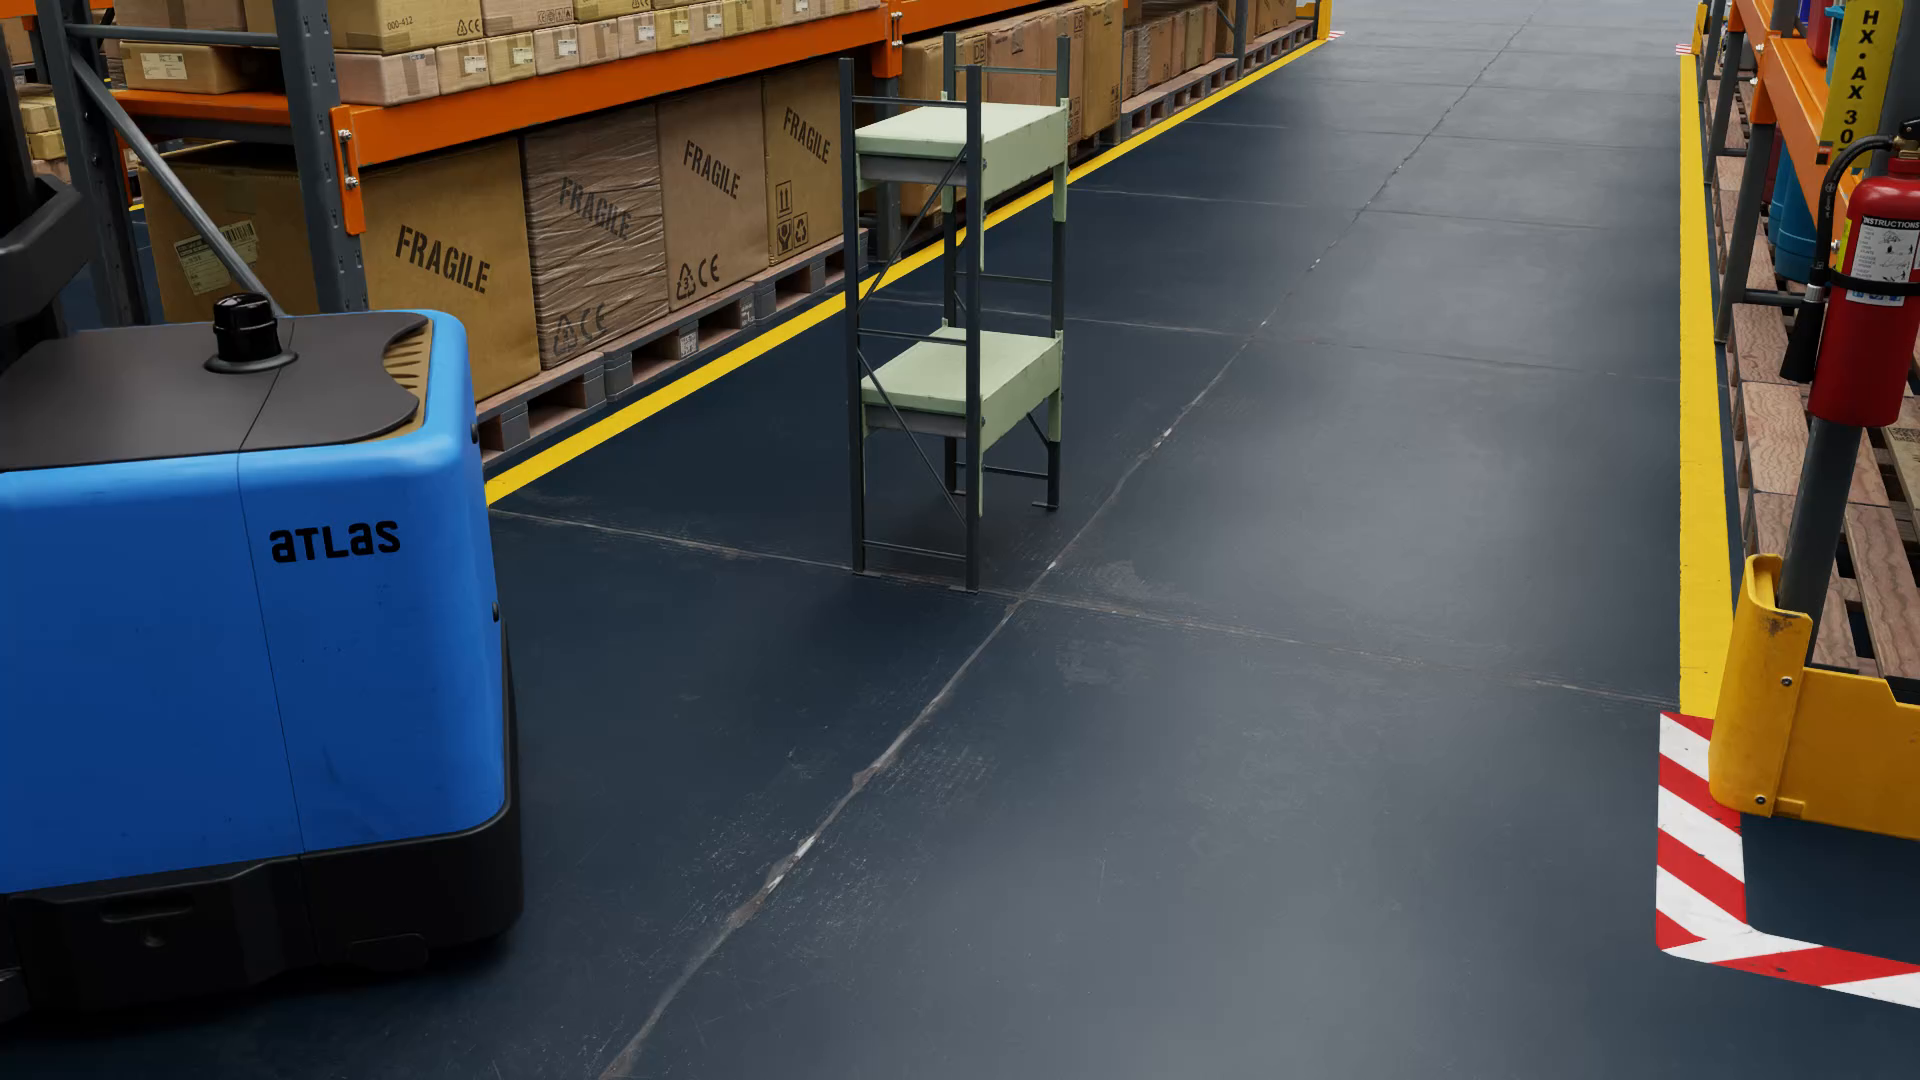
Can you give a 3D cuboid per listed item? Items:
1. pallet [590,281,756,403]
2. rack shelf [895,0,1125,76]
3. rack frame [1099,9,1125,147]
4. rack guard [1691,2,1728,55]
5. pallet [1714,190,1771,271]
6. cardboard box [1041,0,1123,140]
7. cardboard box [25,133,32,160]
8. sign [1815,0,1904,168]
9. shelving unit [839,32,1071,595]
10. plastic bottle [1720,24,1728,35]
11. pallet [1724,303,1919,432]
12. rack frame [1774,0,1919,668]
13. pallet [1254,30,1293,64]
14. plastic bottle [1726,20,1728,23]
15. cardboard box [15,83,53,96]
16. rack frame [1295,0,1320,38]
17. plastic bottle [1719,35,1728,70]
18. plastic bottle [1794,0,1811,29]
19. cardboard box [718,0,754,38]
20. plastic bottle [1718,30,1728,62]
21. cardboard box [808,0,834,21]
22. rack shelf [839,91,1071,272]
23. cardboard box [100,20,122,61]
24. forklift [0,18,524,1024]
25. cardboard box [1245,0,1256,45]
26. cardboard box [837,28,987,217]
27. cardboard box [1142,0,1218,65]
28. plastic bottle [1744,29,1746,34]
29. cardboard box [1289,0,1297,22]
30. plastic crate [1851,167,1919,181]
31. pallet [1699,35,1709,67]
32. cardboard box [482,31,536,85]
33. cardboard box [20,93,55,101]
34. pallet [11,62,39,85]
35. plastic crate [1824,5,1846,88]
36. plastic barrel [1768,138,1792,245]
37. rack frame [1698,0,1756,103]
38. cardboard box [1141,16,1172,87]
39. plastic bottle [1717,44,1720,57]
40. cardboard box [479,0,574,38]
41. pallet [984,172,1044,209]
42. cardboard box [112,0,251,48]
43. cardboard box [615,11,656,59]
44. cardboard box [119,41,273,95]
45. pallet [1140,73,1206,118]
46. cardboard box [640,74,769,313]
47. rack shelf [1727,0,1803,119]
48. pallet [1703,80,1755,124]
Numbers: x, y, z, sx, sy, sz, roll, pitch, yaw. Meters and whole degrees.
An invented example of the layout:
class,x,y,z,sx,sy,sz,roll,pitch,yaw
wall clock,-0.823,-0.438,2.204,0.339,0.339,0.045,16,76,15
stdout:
class,x,y,z,sx,sy,sz,roll,pitch,yaw
pallet,-1.603,-0.919,7.176,1.003,0.211,1.213,9,24,20
rack shelf,-0.053,-3.289,10.165,1.077,0.370,4.000,9,24,20
rack frame,0.690,-4.336,11.739,1.000,3.000,0.127,9,24,20
rack guard,8.275,-5.303,17.296,1.175,0.500,0.348,9,24,20
pallet,4.579,-1.617,8.848,1.003,0.211,1.213,9,24,20
cardboard box,0.414,-3.306,11.484,1.225,0.875,0.875,8,24,18
cardboard box,-5.542,-2.236,9.479,0.380,0.149,0.250,9,24,21
sign,1.800,-0.913,3.331,0.100,0.325,0.005,9,24,20
shelving unit,0.002,-0.694,4.967,0.431,1.500,0.755,9,24,20
plastic bottle,7.132,-4.671,15.511,0.097,0.271,0.097,0,23,0
pallet,3.565,-0.640,6.509,1.003,0.211,1.213,9,24,20
rack frame,2.317,-0.764,3.188,1.000,3.000,0.127,9,24,20
pallet,2.844,-5.164,17.340,1.003,0.211,1.213,9,24,20
plastic bottle,7.297,-4.830,15.890,0.097,0.271,0.097,0,23,0
cardboard box,-5.684,-2.710,10.229,0.380,0.149,0.250,10,25,22
rack frame,3.661,-7.199,18.593,1.000,3.000,0.127,9,24,20
plastic bottle,6.646,-4.227,14.433,0.061,0.283,0.133,10,25,23
plastic bottle,3.649,-2.326,7.087,0.152,0.276,0.135,9,24,20
cardboard box,-1.082,-2.173,6.886,0.380,0.149,0.250,8,24,19
plastic bottle,6.839,-4.413,14.876,0.061,0.283,0.133,11,25,24
cardboard box,-0.796,-2.449,7.547,0.380,0.149,0.250,8,24,19
rack shelf,0.002,-1.055,4.816,0.431,0.370,0.720,9,24,20
cardboard box,-5.322,-3.340,11.080,0.500,0.250,0.500,8,24,19
forklift,-2.444,-0.566,2.801,3.031,2.935,1.130,-6,23,-14
cardboard box,2.567,-5.151,16.389,0.500,0.500,0.500,18,29,37
cardboard box,-0.577,-2.350,9.196,1.225,0.875,0.875,9,24,20
cardboard box,1.927,-4.601,15.045,0.700,0.500,0.500,7,24,16
plastic bottle,7.042,-4.459,14.986,0.061,0.283,0.133,9,24,20
cardboard box,3.414,-6.018,18.465,0.500,0.500,0.500,14,26,30
plastic crate,2.268,-0.955,3.520,0.616,0.435,0.499,9,24,20
pallet,7.968,-4.879,16.657,1.003,0.211,1.213,9,24,20
cardboard box,-1.655,-1.621,5.565,0.380,0.149,0.250,8,24,19
cardboard box,-5.312,-2.542,9.826,0.380,0.149,0.250,9,24,21
pallet,-8.874,-4.197,15.024,1.003,0.211,1.213,9,24,20
plastic crate,2.841,-1.486,5.056,0.416,0.233,0.300,9,24,20
plastic barrel,4.283,-1.867,8.005,0.600,0.901,0.708,9,24,20
rack frame,6.774,-5.058,13.469,1.000,3.000,0.127,9,24,20
cardboard box,1.318,-4.033,13.685,0.700,0.500,0.500,11,25,24
plastic bottle,7.019,-4.530,15.263,0.097,0.201,0.097,0,23,0
cardboard box,-1.666,-1.861,5.623,0.500,0.250,0.500,8,24,19
pallet,-0.128,-2.343,10.586,1.003,0.211,1.213,9,24,20
cardboard box,-2.348,-1.753,5.363,0.500,0.250,0.500,8,24,19
cardboard box,-1.368,-1.898,6.227,0.380,0.149,0.250,8,24,19
cardboard box,-2.455,-1.532,5.352,0.380,0.149,0.250,9,24,21
pallet,1.436,-3.764,13.987,1.003,0.211,1.213,9,24,20
cardboard box,-1.450,-1.571,7.332,0.875,0.875,0.875,9,24,20
rack shelf,4.545,-2.579,8.467,1.077,0.370,4.000,9,24,20
pallet,6.518,-3.485,13.320,1.003,0.211,1.213,9,24,20
